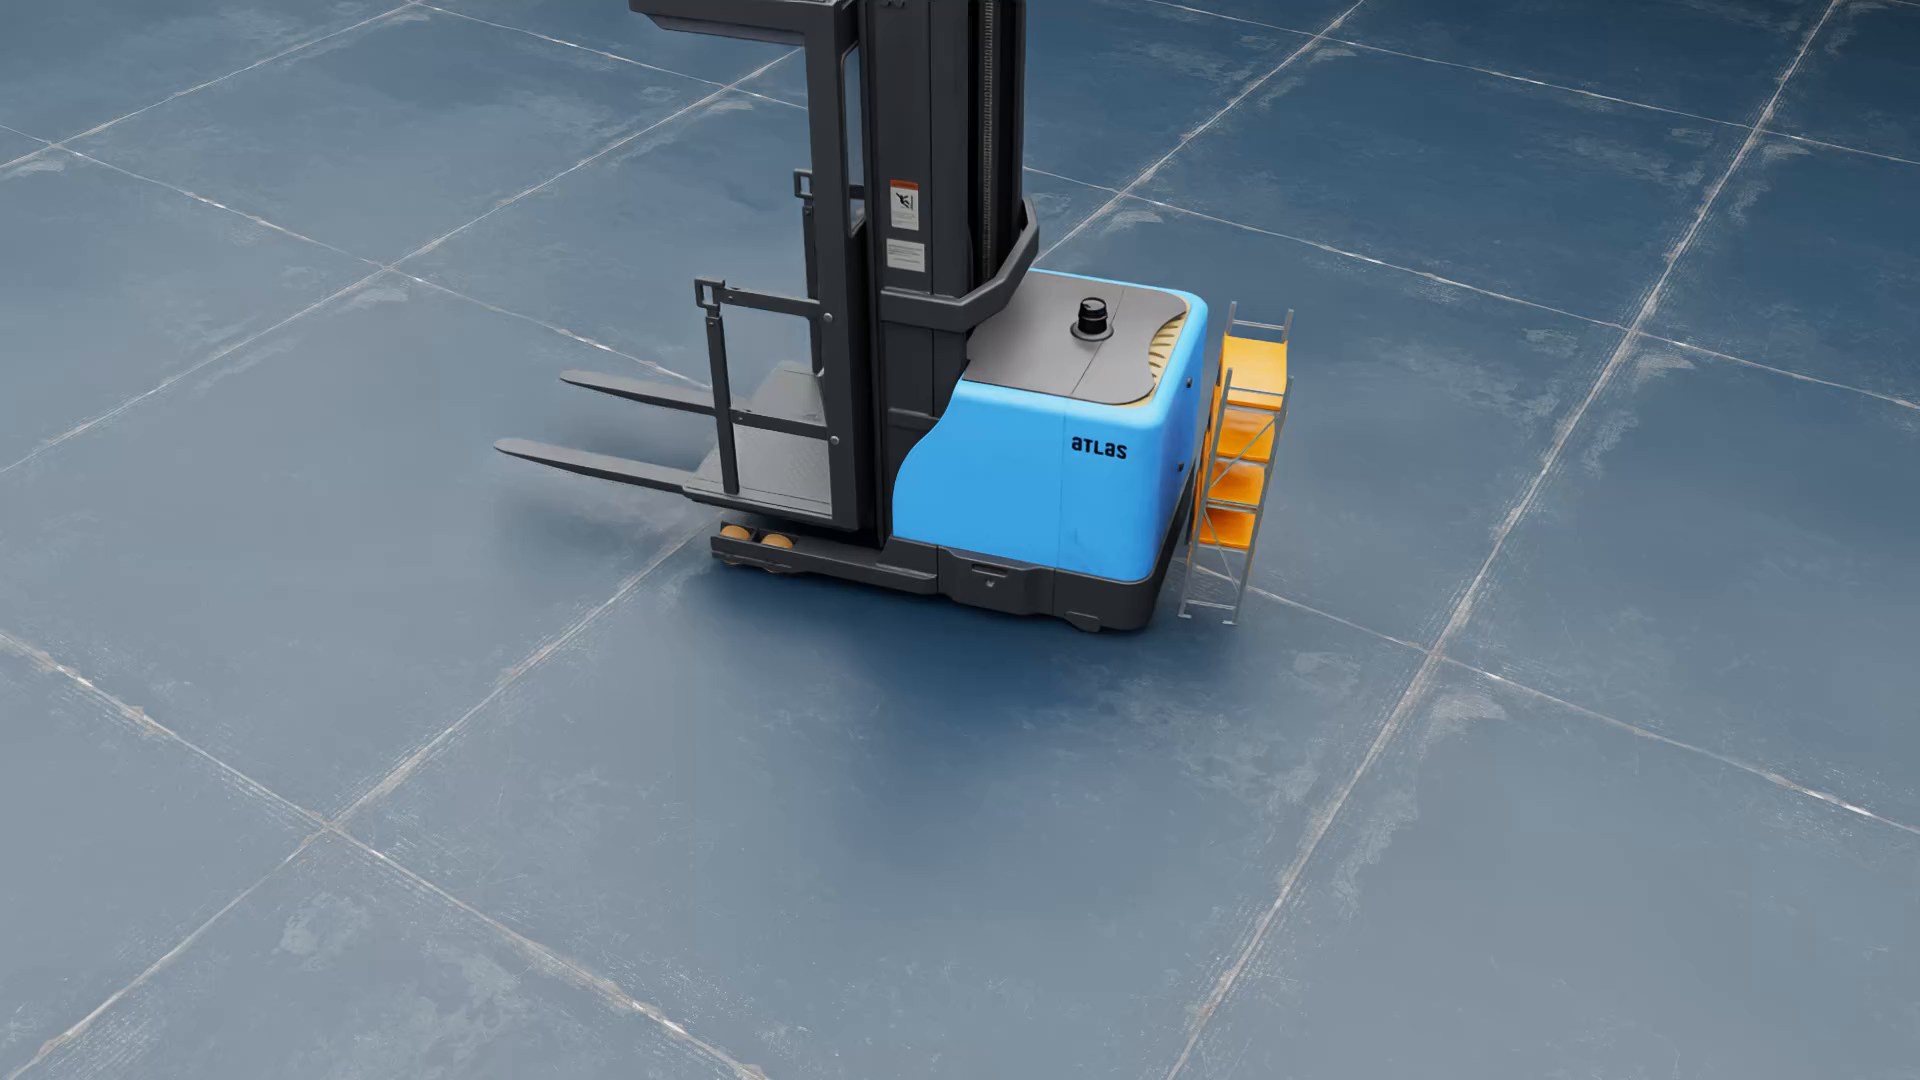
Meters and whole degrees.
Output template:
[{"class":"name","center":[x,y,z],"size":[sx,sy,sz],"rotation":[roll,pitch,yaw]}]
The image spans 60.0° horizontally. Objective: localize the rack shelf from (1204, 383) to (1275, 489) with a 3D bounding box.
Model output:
[{"class":"rack shelf","center":[1.103,-0.411,6.531],"size":[0.258,0.148,0.480],"rotation":[9,38,5]}]

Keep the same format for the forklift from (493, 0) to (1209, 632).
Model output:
[{"class":"forklift","center":[-0.546,-1.314,6.553],"size":[3.031,2.935,1.130],"rotation":[11,39,14]}]

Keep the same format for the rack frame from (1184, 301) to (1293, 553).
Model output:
[{"class":"rack frame","center":[1.130,-0.436,6.818],"size":[0.240,1.200,0.015],"rotation":[9,38,5]}]

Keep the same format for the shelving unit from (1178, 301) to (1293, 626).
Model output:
[{"class":"shelving unit","center":[1.092,-0.289,6.627],"size":[0.258,1.200,0.503],"rotation":[9,38,5]}]

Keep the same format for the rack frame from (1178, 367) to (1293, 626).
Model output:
[{"class":"rack frame","center":[1.054,-0.141,6.437],"size":[0.240,1.200,0.015],"rotation":[9,38,5]}]

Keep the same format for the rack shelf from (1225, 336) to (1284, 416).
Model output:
[{"class":"rack shelf","center":[1.122,-0.627,6.360],"size":[0.221,0.050,0.457],"rotation":[9,38,5]}]

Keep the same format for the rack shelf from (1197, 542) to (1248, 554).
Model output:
[{"class":"rack shelf","center":[1.075,-0.103,6.774],"size":[0.199,0.029,0.442],"rotation":[9,38,5]}]

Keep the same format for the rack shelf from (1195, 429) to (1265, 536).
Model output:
[{"class":"rack shelf","center":[1.087,-0.236,6.669],"size":[0.258,0.148,0.480],"rotation":[9,38,5]}]
